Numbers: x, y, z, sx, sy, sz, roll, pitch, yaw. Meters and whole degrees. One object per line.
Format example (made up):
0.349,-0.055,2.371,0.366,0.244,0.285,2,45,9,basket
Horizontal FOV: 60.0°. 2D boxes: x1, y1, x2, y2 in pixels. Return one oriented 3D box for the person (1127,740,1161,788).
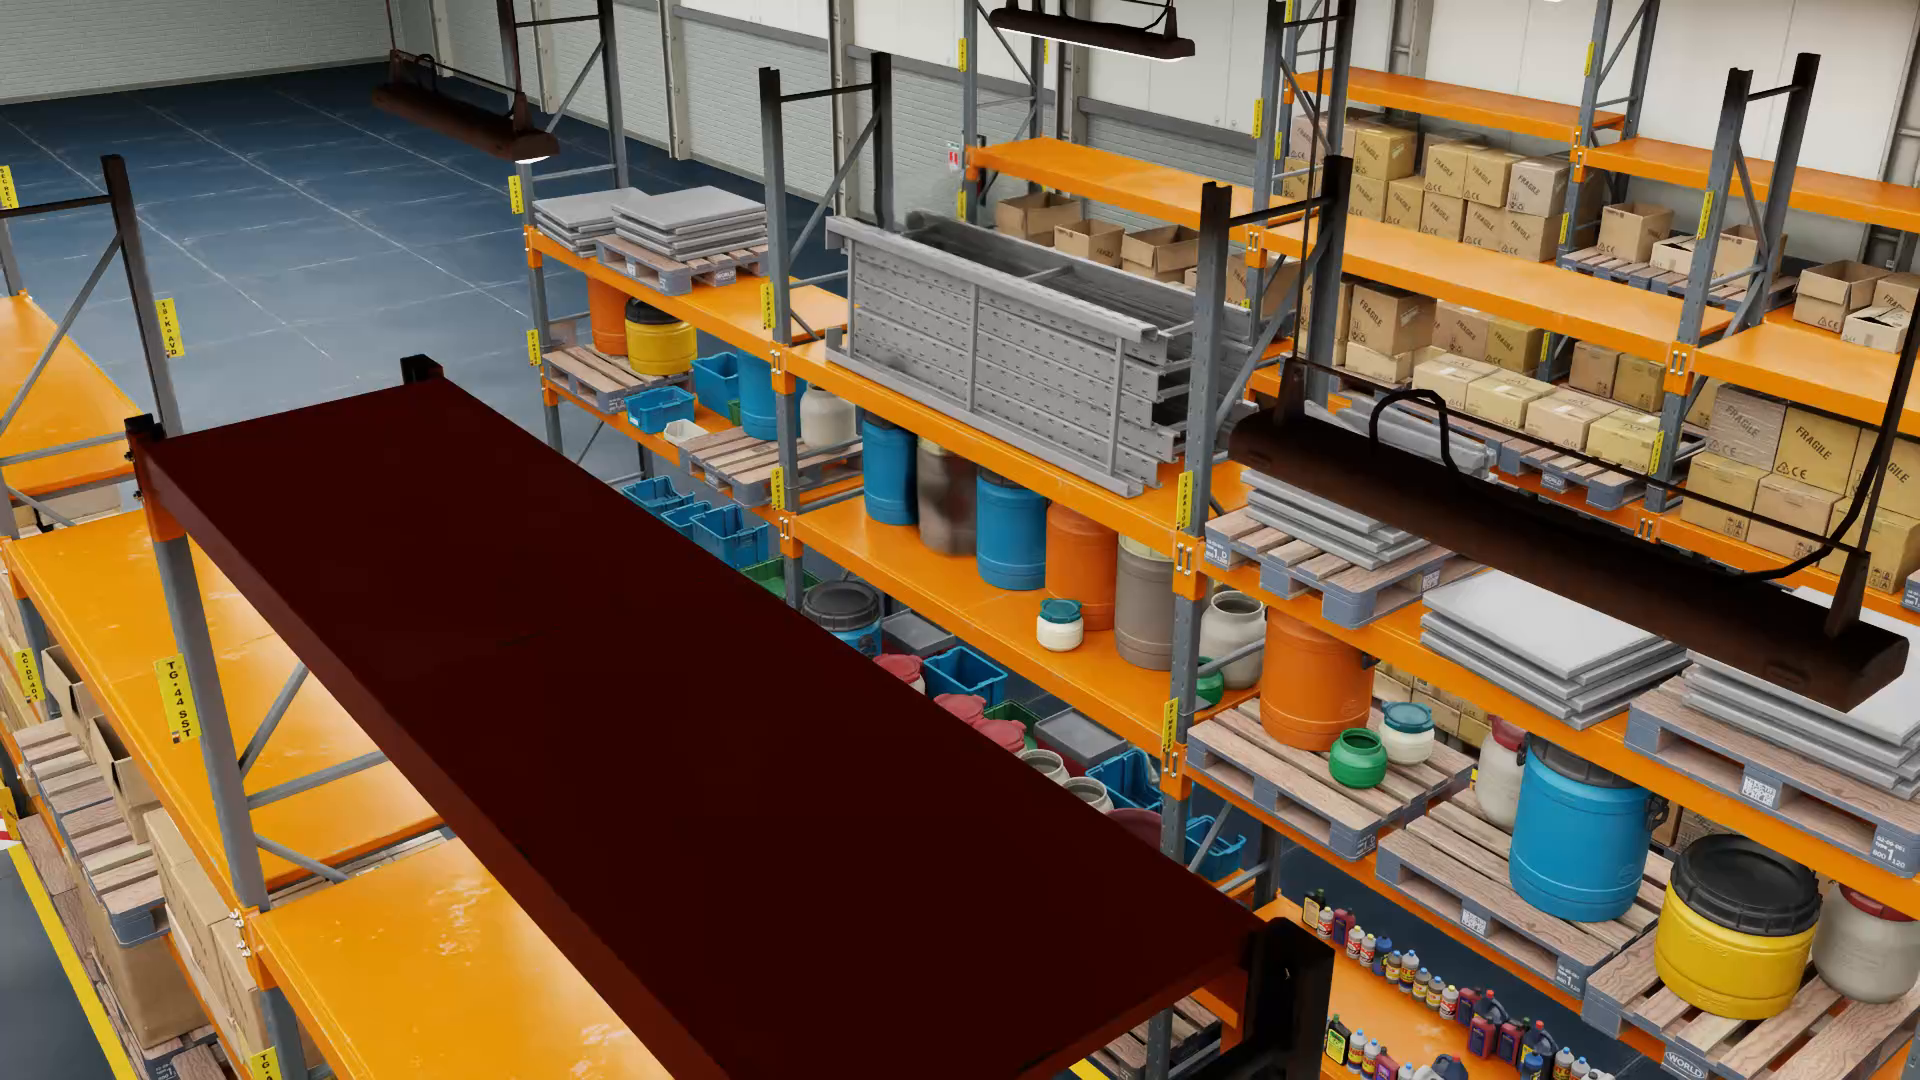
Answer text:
1.240,1.237,13.112,0.630,1.668,0.852,-20,32,-35,person
